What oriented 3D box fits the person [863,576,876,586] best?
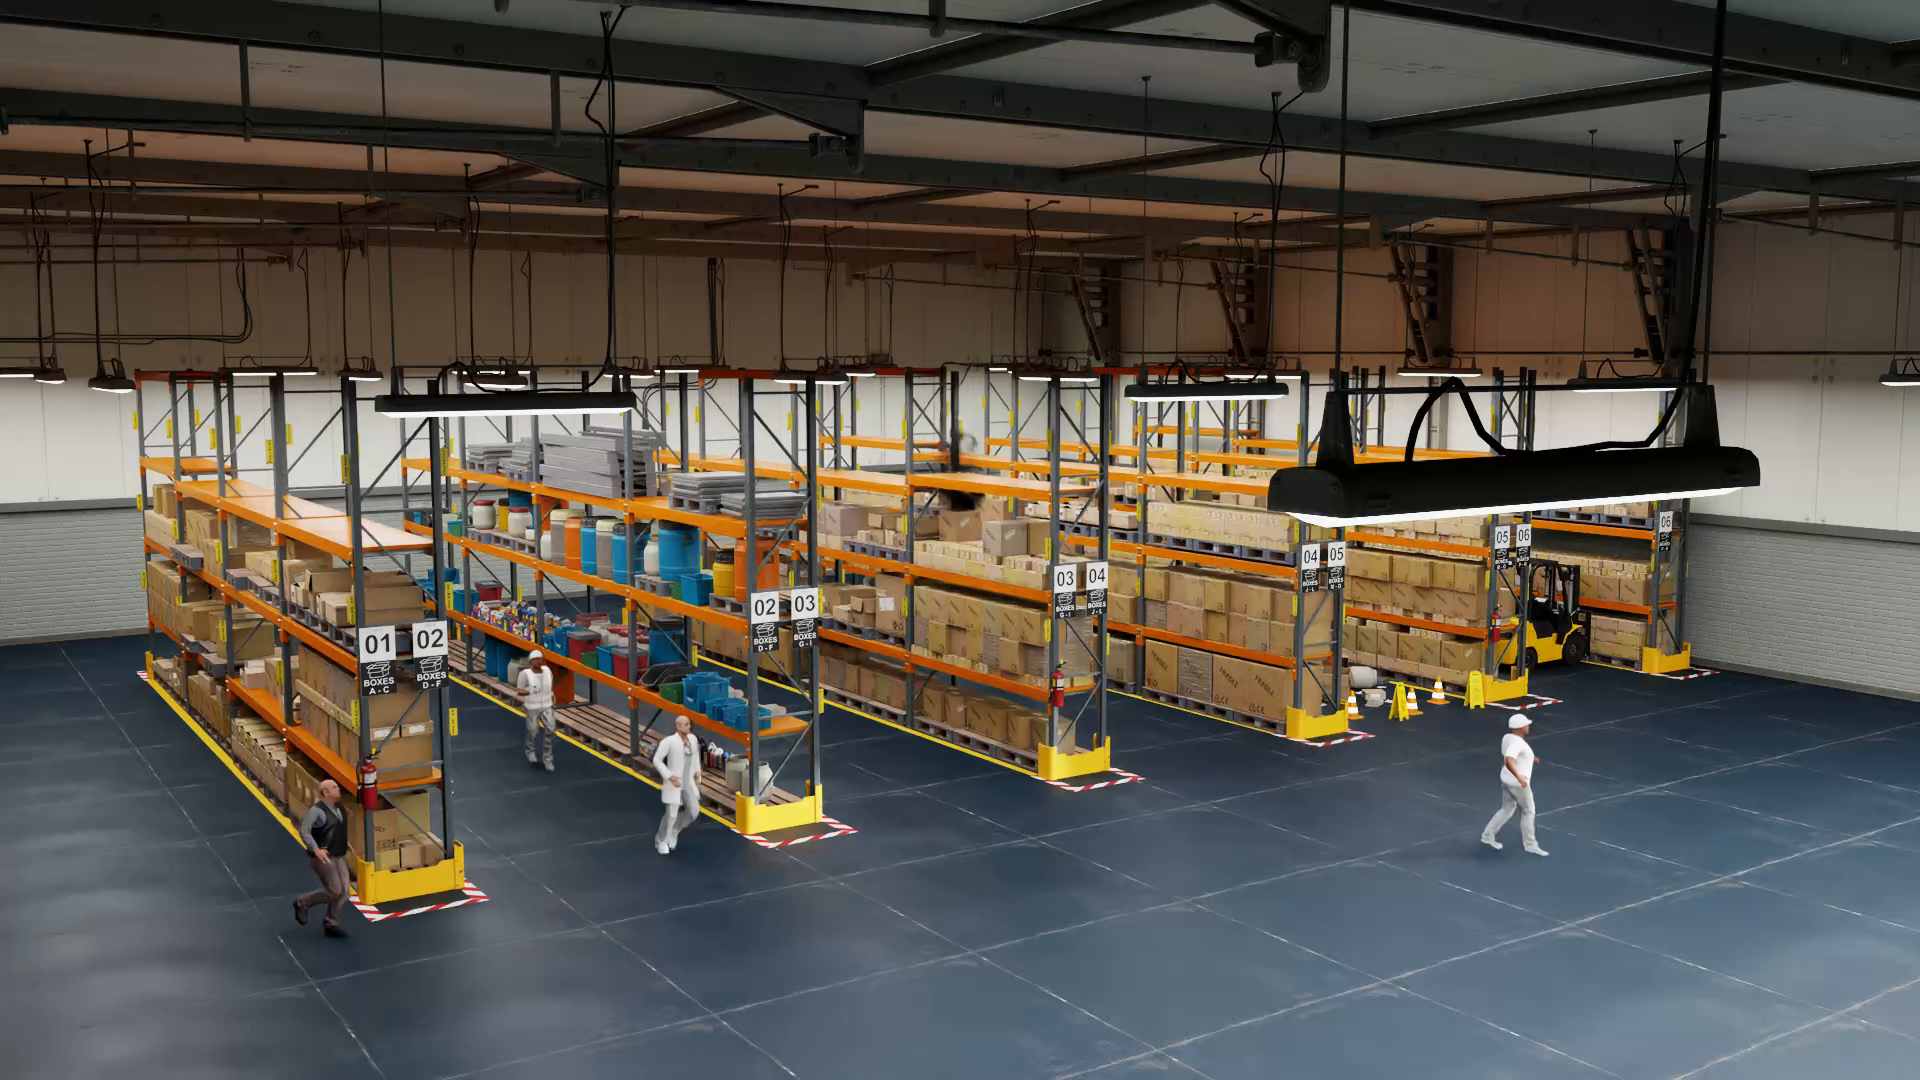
[{"bbox_3d":[-2.228,0.745,42.221,0.943,1.631,0.645,3,7,26],"label":"person"}]

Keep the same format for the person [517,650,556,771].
[{"bbox_3d":[-6.416,2.590,25.316,0.657,1.841,0.736,-4,8,-33],"label":"person"}]

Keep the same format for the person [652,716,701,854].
[{"bbox_3d":[-3.533,3.095,21.155,0.774,1.715,0.559,-6,9,-43],"label":"person"}]

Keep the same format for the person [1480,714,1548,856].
[{"bbox_3d":[7.007,3.077,20.951,0.827,1.793,0.687,0,6,-4],"label":"person"}]

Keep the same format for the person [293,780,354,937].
[{"bbox_3d":[-6.913,3.457,18.251,0.640,1.652,0.698,2,7,15],"label":"person"}]
